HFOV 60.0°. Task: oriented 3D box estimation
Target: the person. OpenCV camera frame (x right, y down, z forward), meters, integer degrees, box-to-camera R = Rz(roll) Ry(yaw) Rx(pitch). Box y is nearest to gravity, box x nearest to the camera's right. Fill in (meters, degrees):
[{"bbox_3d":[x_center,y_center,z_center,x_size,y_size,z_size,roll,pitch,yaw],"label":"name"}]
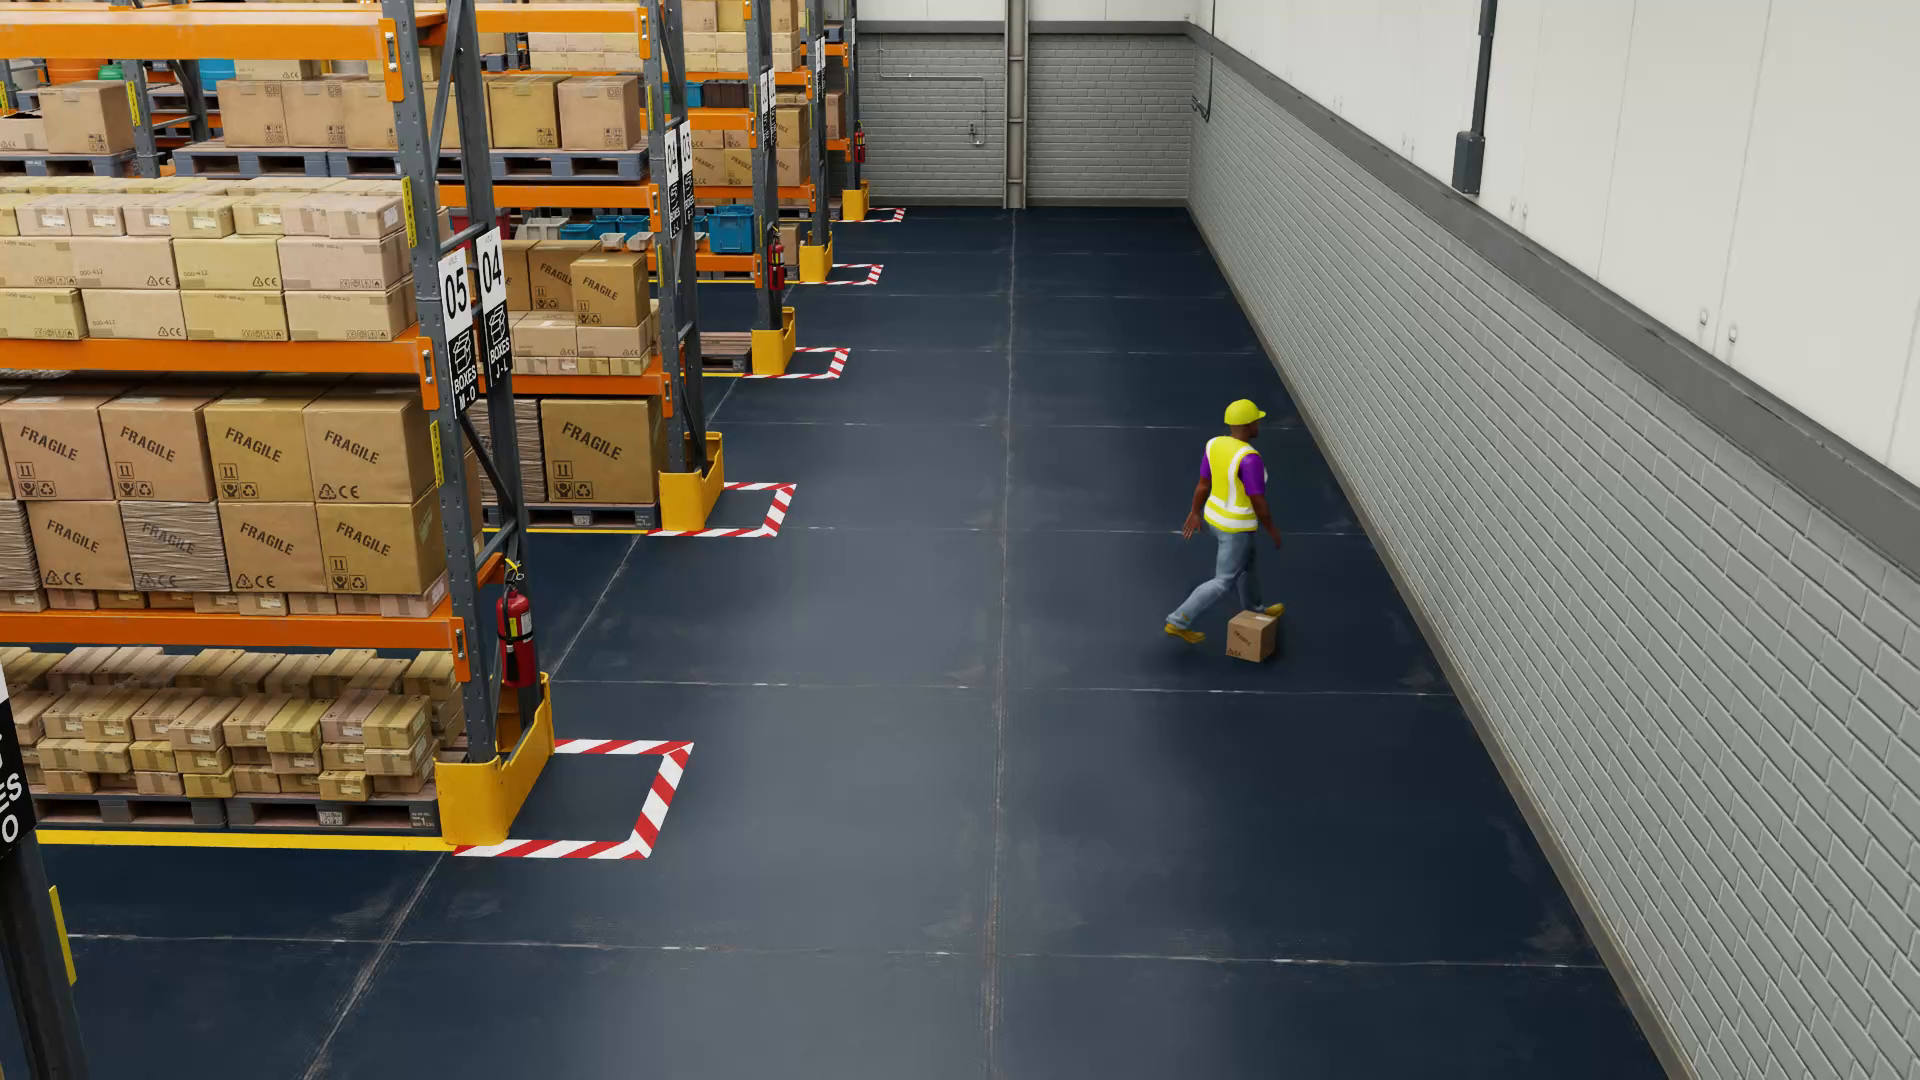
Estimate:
[{"bbox_3d":[1.867,-0.122,11.425,1.062,1.728,0.605,-8,22,-19],"label":"person"}]
